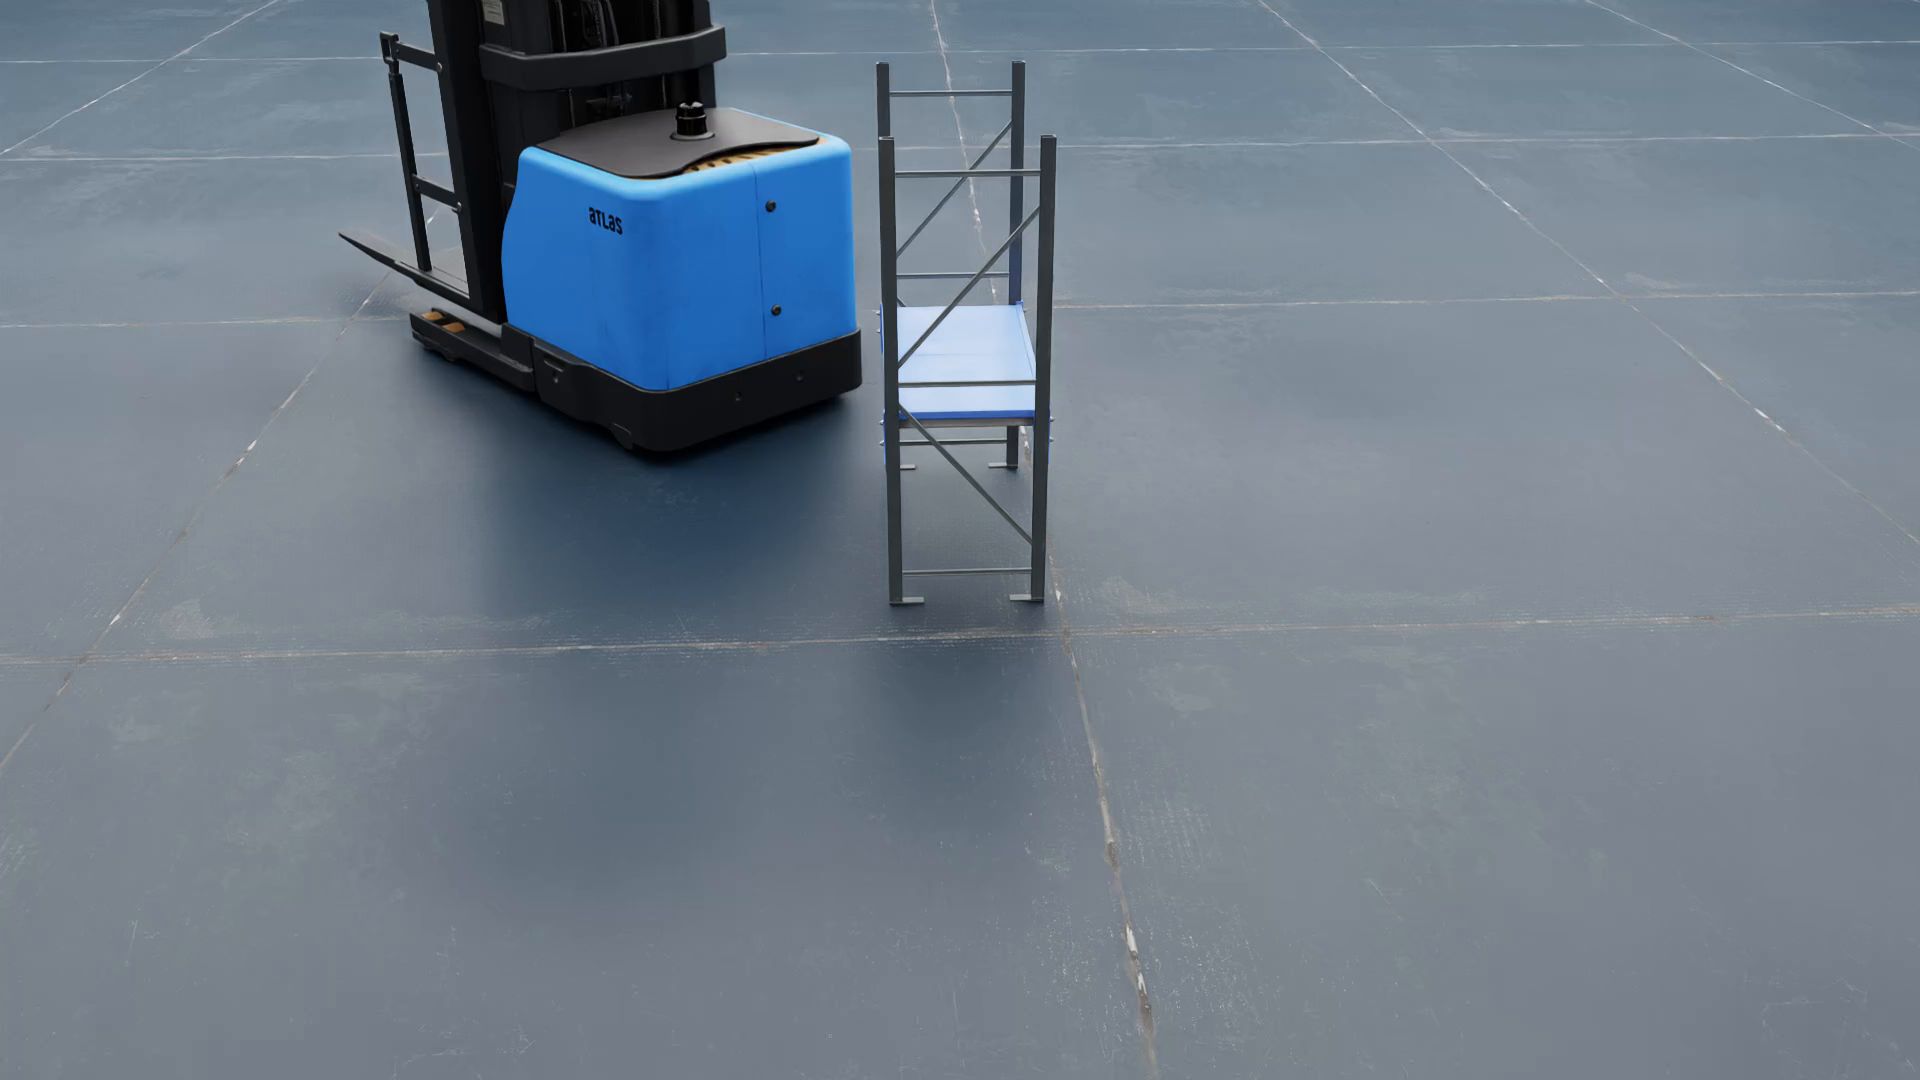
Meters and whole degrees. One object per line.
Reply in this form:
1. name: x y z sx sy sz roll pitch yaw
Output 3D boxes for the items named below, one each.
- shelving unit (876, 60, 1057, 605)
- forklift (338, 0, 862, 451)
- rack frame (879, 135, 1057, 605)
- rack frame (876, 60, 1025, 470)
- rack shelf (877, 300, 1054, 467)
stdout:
1. shelving unit: -0.004 -0.704 5.479 0.538 1.500 1.048 -1 28 -3
2. forklift: -1.780 -2.221 6.839 1.130 2.935 3.031 -24 36 -38
3. rack frame: 0.022 -0.470 5.029 0.500 1.500 0.032 -1 28 -3
4. rack frame: -0.031 -0.939 5.929 0.500 1.500 0.032 -1 28 -3
5. rack shelf: -0.004 -0.545 5.562 0.538 0.185 1.000 -1 28 -3
